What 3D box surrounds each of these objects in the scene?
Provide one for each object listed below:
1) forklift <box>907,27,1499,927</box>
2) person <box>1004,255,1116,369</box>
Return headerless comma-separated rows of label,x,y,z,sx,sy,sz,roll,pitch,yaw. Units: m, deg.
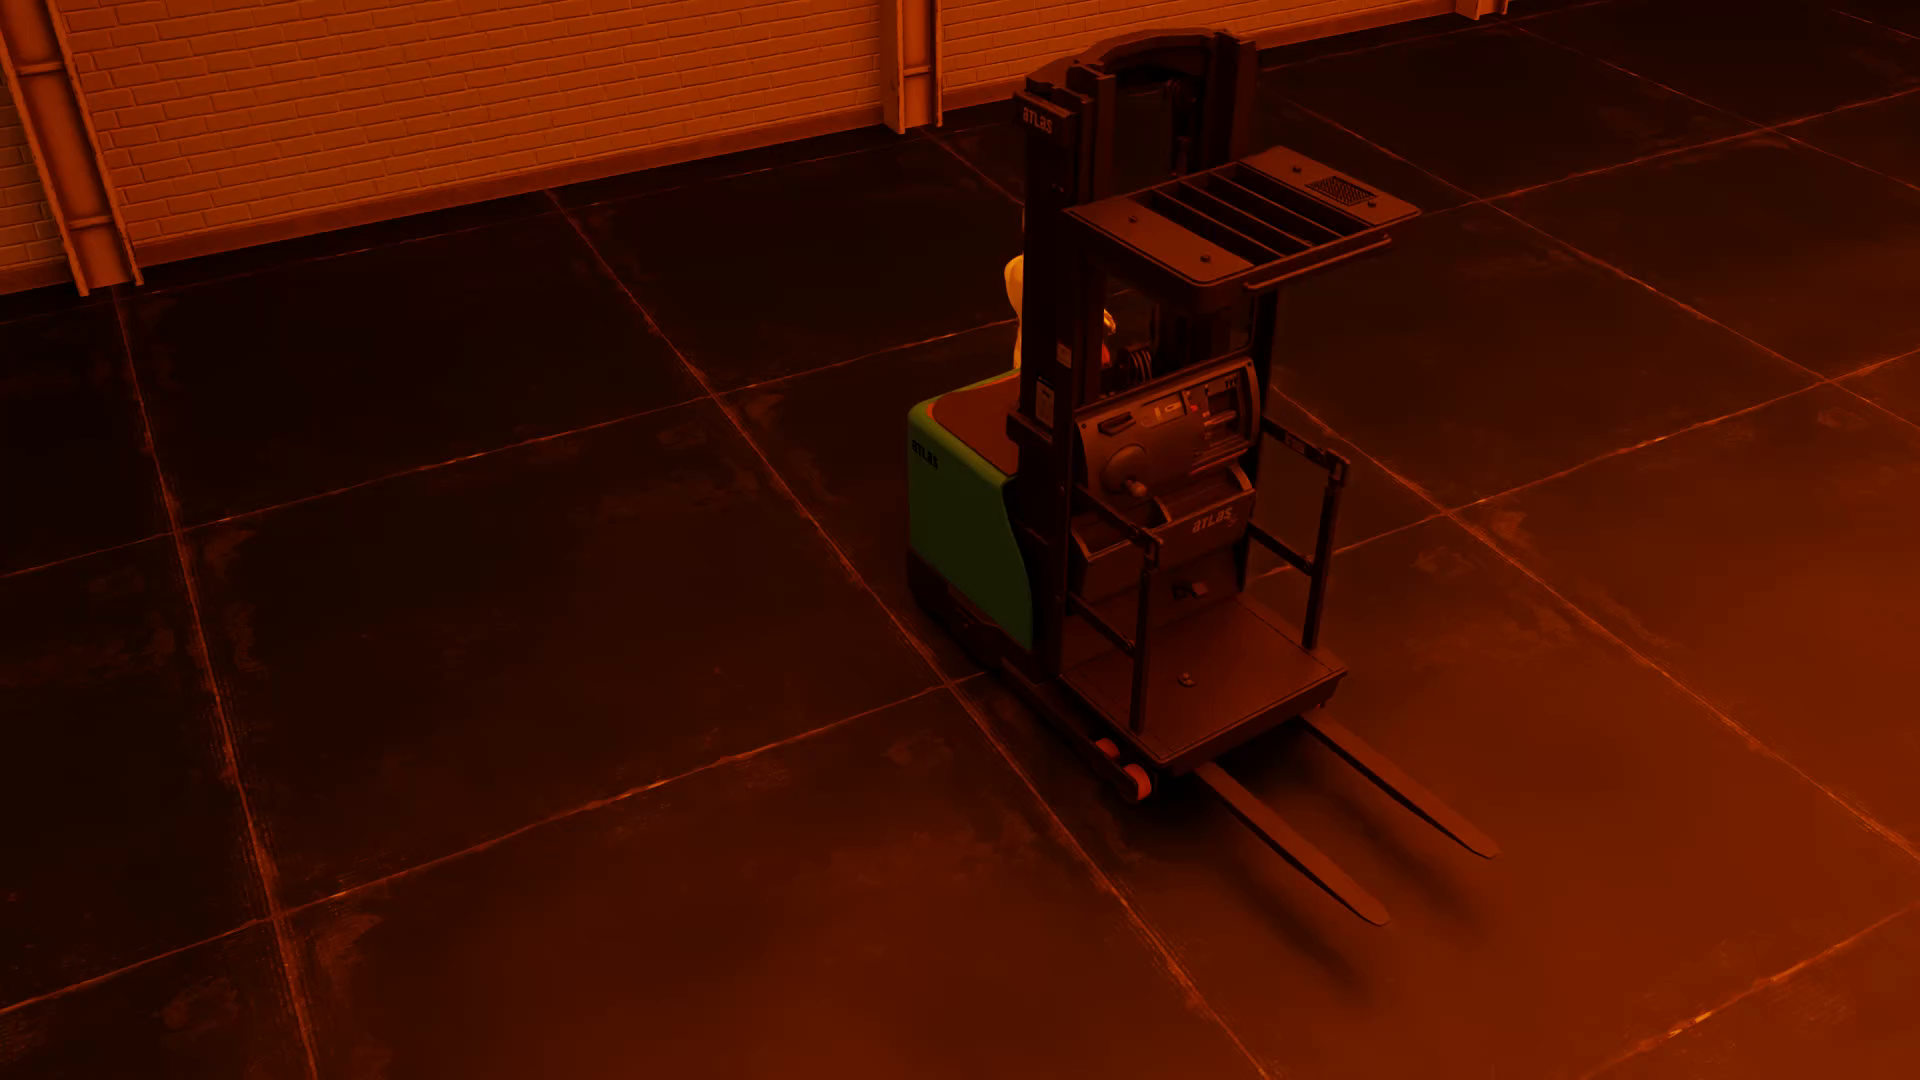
forklift,0.989,-0.397,6.685,1.130,2.935,3.031,-22,41,-28
person,0.547,-0.894,8.480,0.729,1.699,0.814,26,43,32
